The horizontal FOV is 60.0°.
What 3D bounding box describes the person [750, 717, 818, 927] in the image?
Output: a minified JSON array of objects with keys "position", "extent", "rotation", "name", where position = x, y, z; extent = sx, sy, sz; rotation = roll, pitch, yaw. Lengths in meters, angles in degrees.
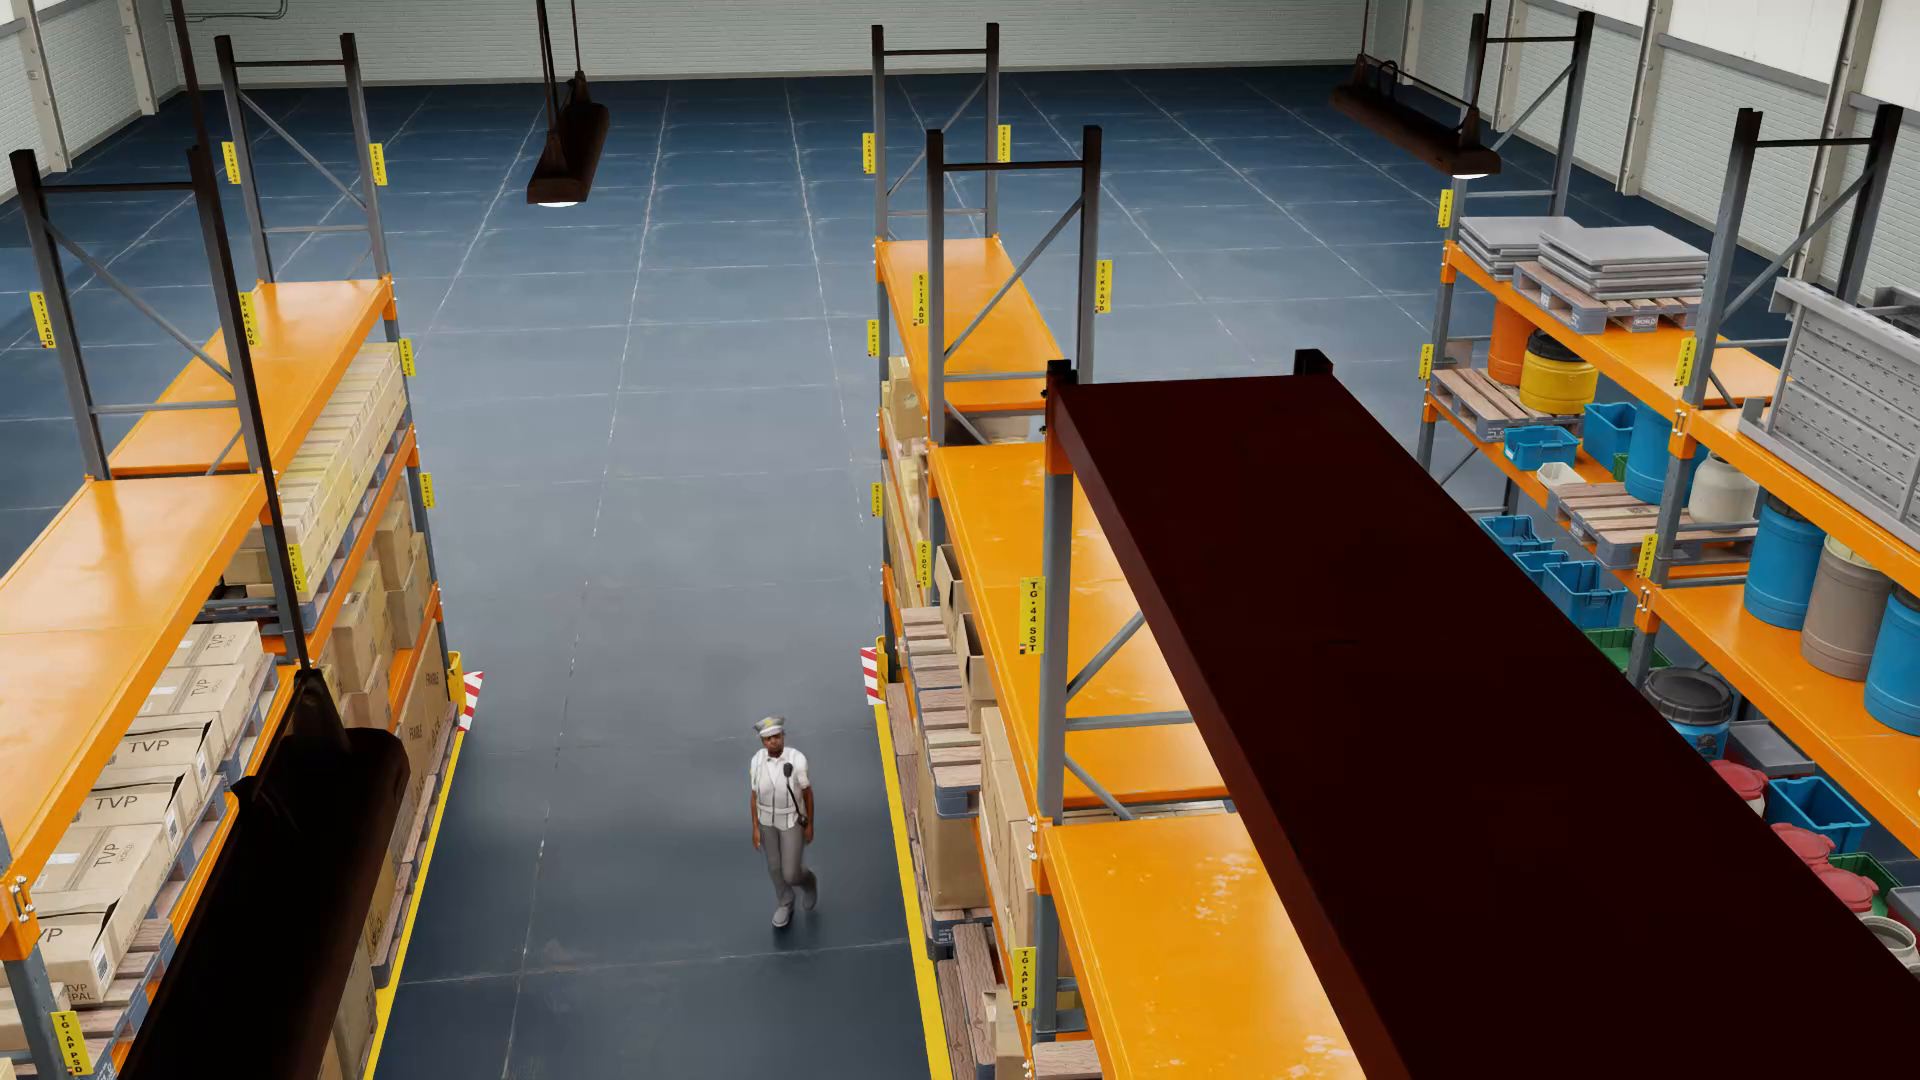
[{"position":[-1.307,2.058,12.204],"extent":[0.469,1.676,0.464],"rotation":[11,28,22],"name":"person"}]
